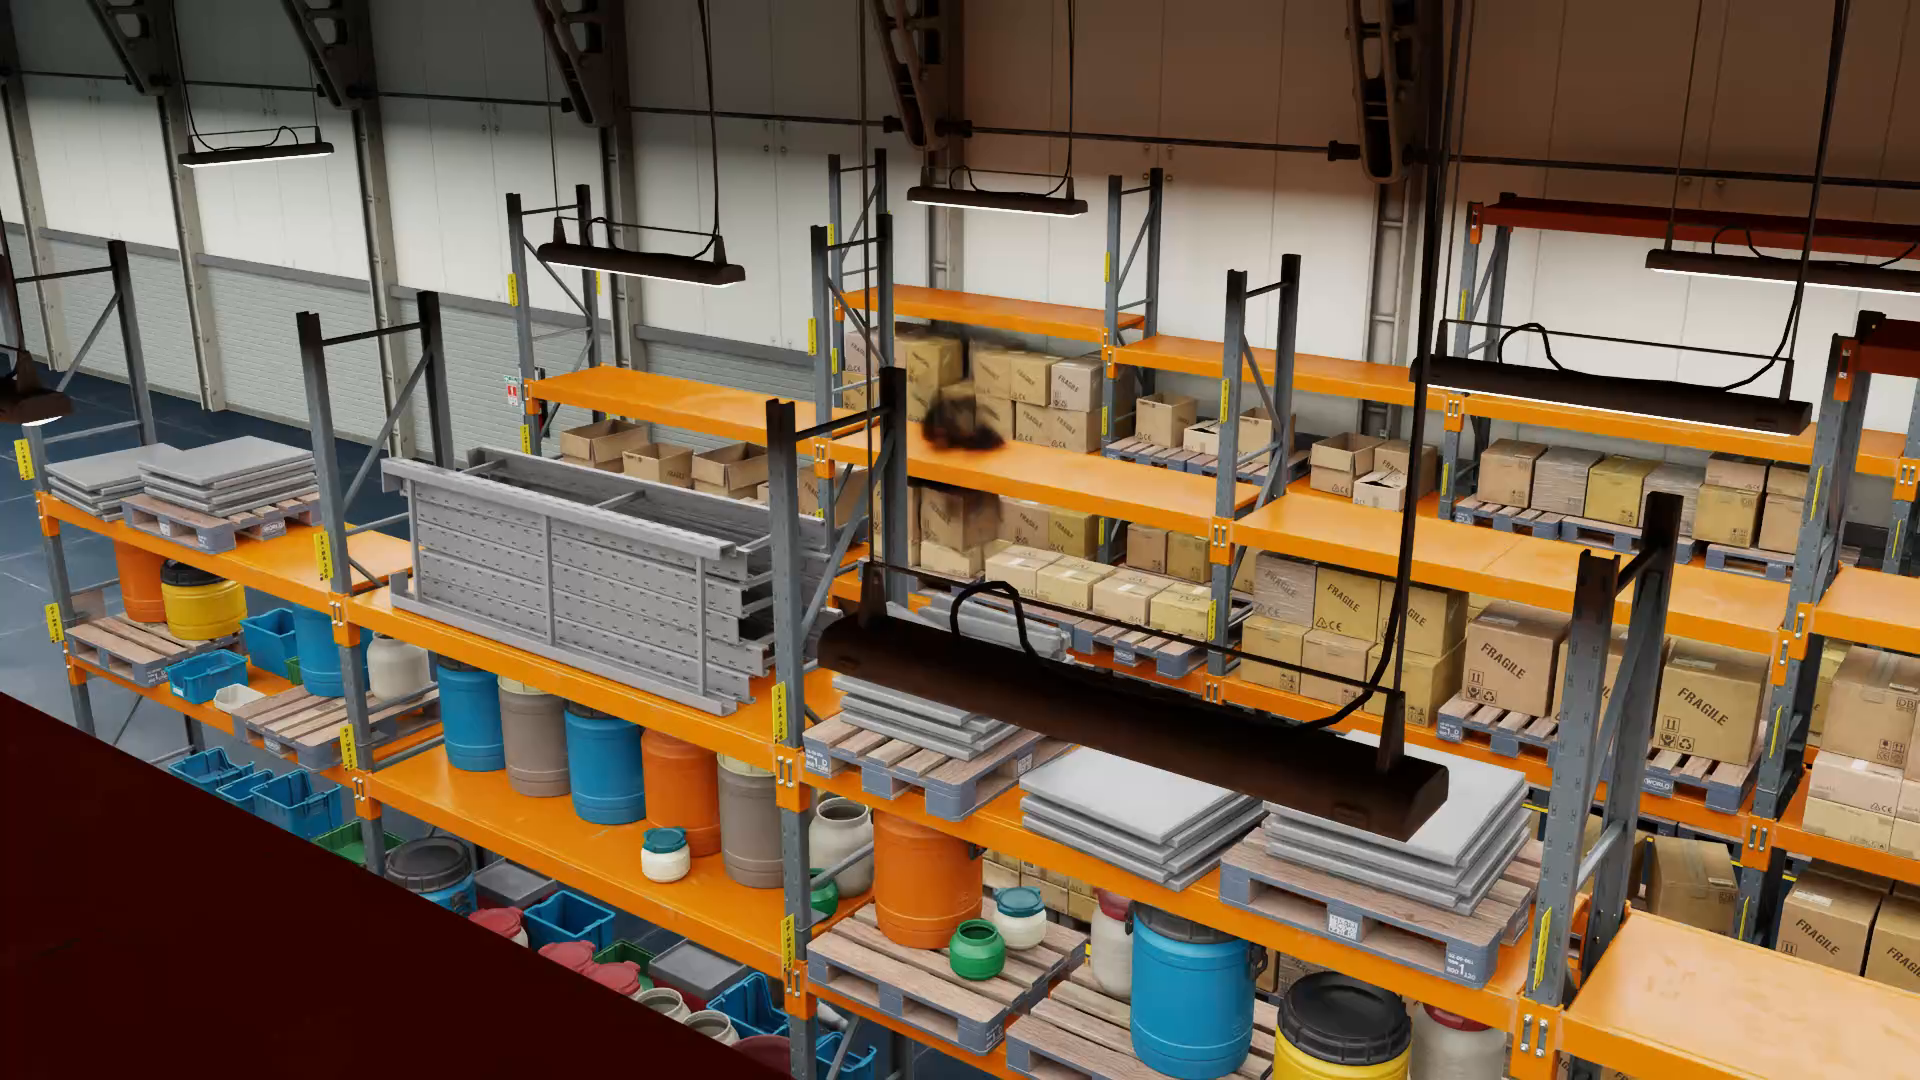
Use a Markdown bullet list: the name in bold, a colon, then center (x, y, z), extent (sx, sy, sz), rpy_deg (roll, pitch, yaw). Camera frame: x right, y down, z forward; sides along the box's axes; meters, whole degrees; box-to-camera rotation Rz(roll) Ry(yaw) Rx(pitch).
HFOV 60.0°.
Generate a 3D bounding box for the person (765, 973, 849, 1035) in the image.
- **person**: center (-1.253, 3.243, 12.701), extent (0.752, 1.758, 0.663), rpy_deg (9, 21, 25)
